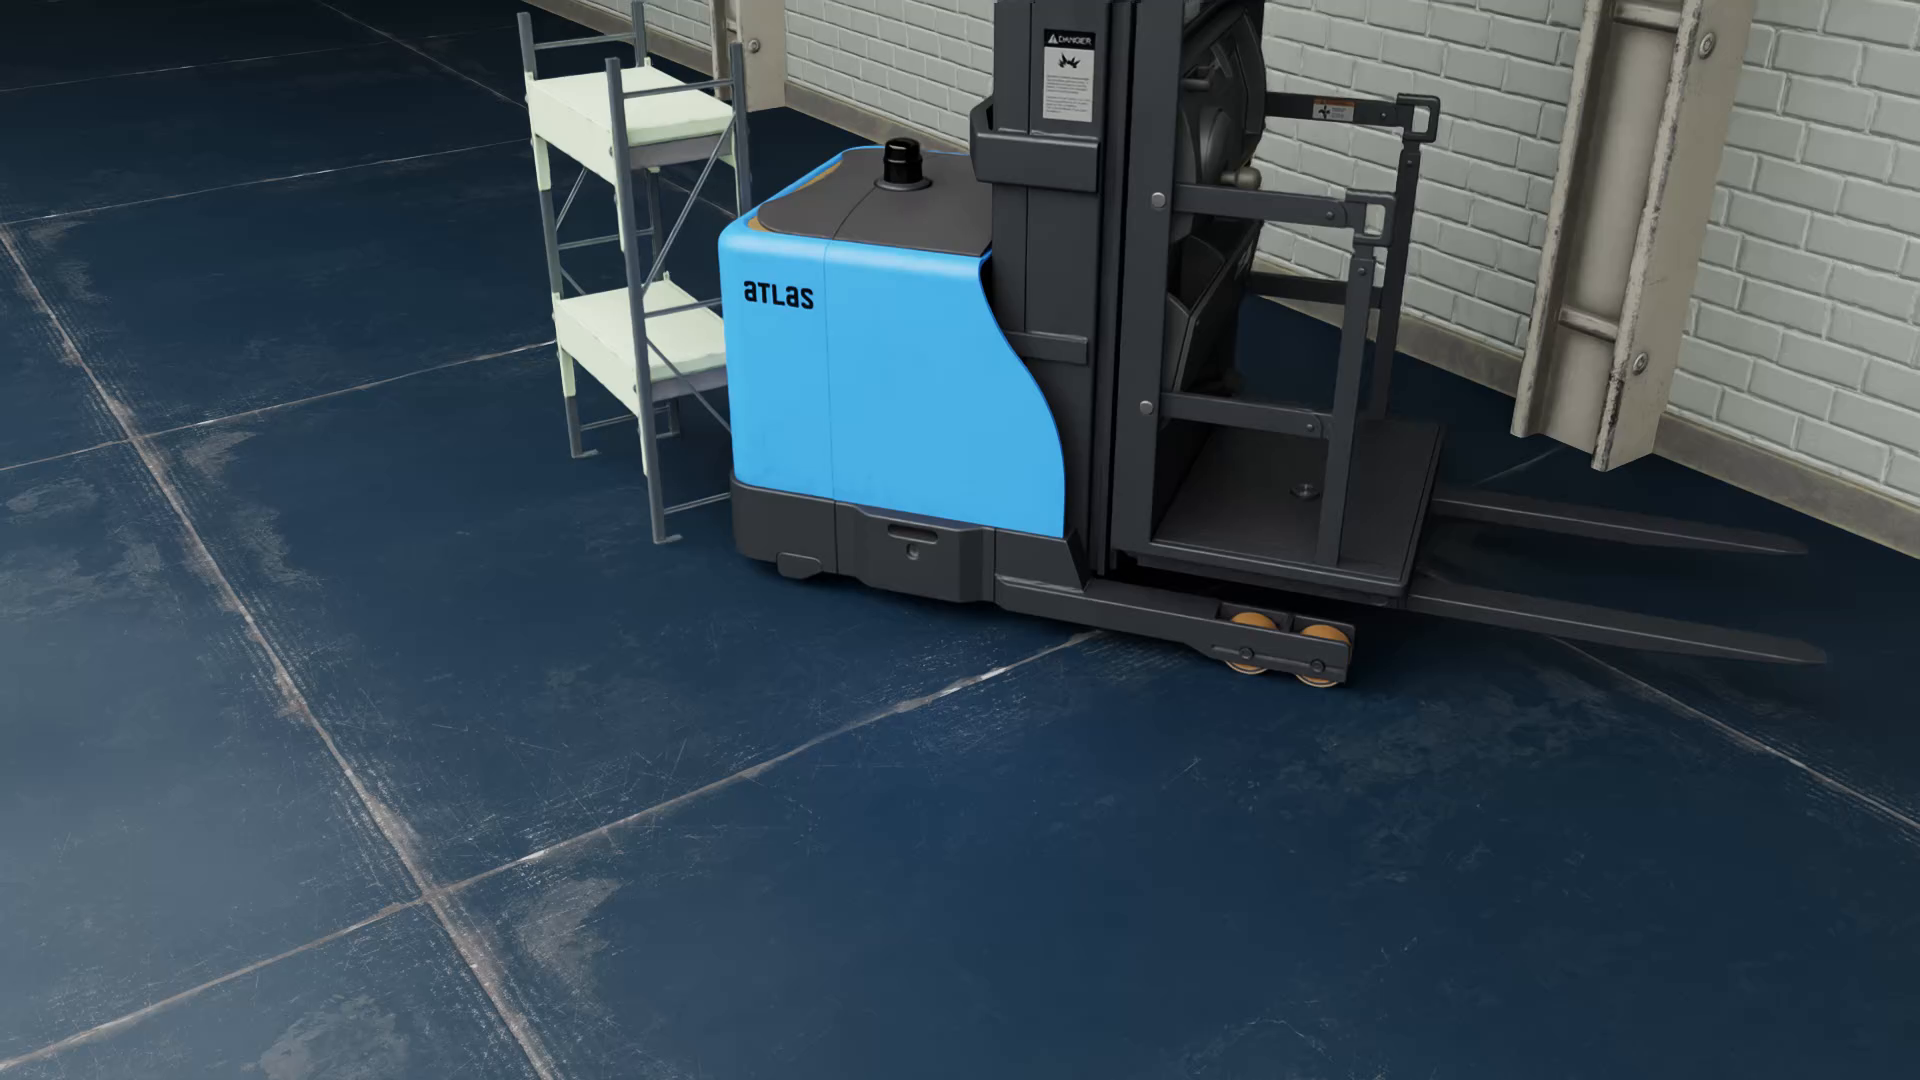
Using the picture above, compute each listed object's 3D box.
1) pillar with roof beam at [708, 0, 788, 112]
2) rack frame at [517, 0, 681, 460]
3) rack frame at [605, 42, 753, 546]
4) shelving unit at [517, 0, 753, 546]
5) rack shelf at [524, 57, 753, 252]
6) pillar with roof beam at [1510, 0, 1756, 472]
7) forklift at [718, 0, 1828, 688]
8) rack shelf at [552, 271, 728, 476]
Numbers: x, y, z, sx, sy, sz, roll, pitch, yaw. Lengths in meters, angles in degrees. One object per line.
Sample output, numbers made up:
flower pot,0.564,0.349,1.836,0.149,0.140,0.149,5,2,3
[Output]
pillar with roof beam,-4.780,-5.446,5.848,9.100,9.000,0.400,-19,34,-31
rack frame,-1.174,-0.992,5.506,0.400,1.500,0.023,-16,33,-28
rack frame,-0.788,-0.695,4.959,0.400,1.500,0.023,-16,33,-28
shelving unit,-0.981,-0.844,5.232,0.431,1.500,0.755,-16,33,-28
rack shelf,-0.981,-1.187,5.046,0.431,0.370,0.720,-16,33,-28
pillar with roof beam,-1.300,-3.113,1.553,9.100,9.000,0.400,-19,34,-31
forklift,0.885,-1.175,4.342,3.031,2.935,1.130,10,30,17
rack shelf,-0.981,-0.557,5.388,0.431,0.370,0.720,-16,33,-28
